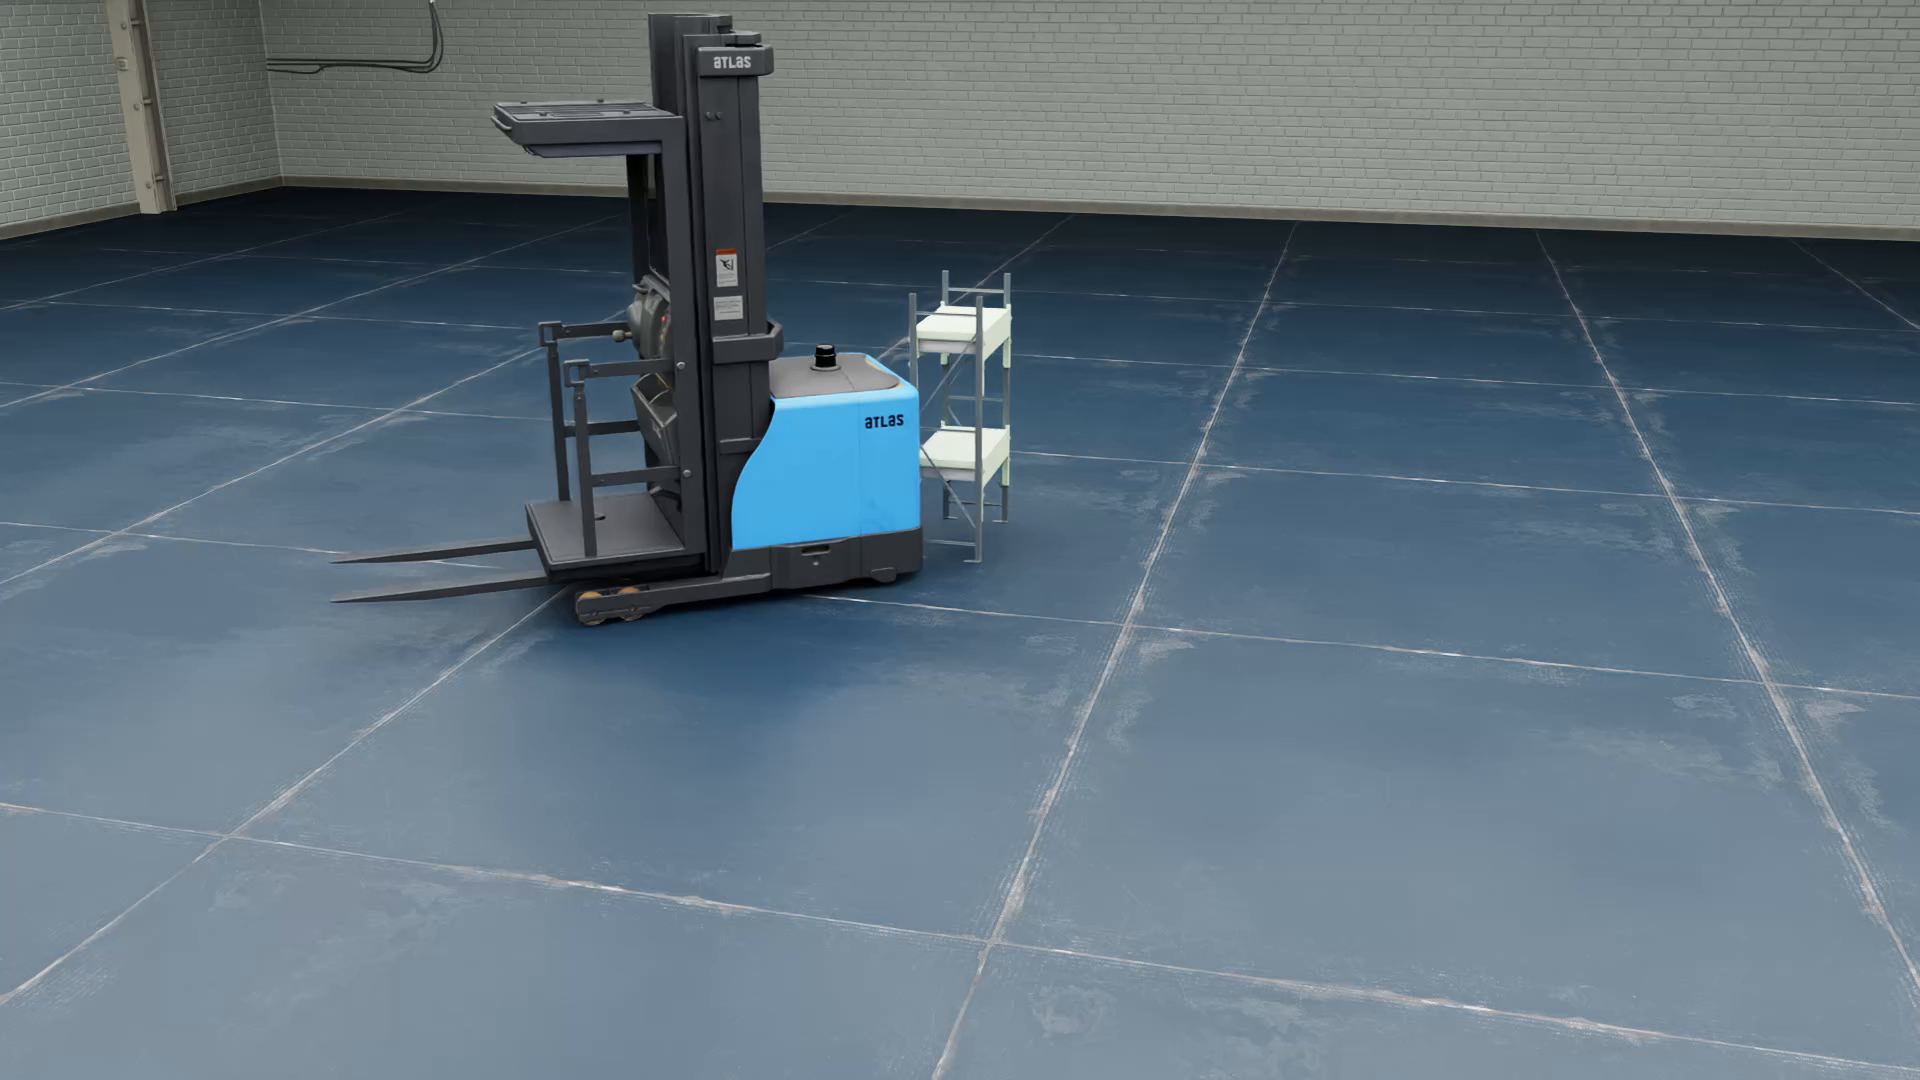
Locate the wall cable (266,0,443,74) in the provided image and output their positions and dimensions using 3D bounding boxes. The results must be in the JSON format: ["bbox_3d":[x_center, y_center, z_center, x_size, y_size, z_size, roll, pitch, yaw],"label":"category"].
[{"bbox_3d":[-9.078,-8.148,24.424,3.097,2.526,0.112,5,19,13],"label":"wall cable"}]

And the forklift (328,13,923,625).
[{"bbox_3d":[-1.774,-1.147,8.511,3.031,2.935,1.130,-7,20,-19],"label":"forklift"}]

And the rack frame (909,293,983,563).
[{"bbox_3d":[-0.076,-0.598,9.118,0.400,1.500,0.023,4,19,13],"label":"rack frame"}]

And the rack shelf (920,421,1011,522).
[{"bbox_3d":[0.009,-0.405,9.560,0.431,0.370,0.720,4,19,13],"label":"rack shelf"}]

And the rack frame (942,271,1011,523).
[{"bbox_3d":[0.093,-0.828,9.792,0.400,1.500,0.023,4,19,13],"label":"rack frame"}]

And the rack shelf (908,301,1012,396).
[{"bbox_3d":[0.009,-1.082,9.329,0.431,0.370,0.720,4,19,13],"label":"rack shelf"}]

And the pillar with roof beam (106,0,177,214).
[{"bbox_3d":[-6.905,-8.458,20.529,9.100,9.000,0.400,5,19,13],"label":"pillar with roof beam"}]

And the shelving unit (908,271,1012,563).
[{"bbox_3d":[0.009,-0.713,9.455,0.431,1.500,0.755,4,19,13],"label":"shelving unit"}]
